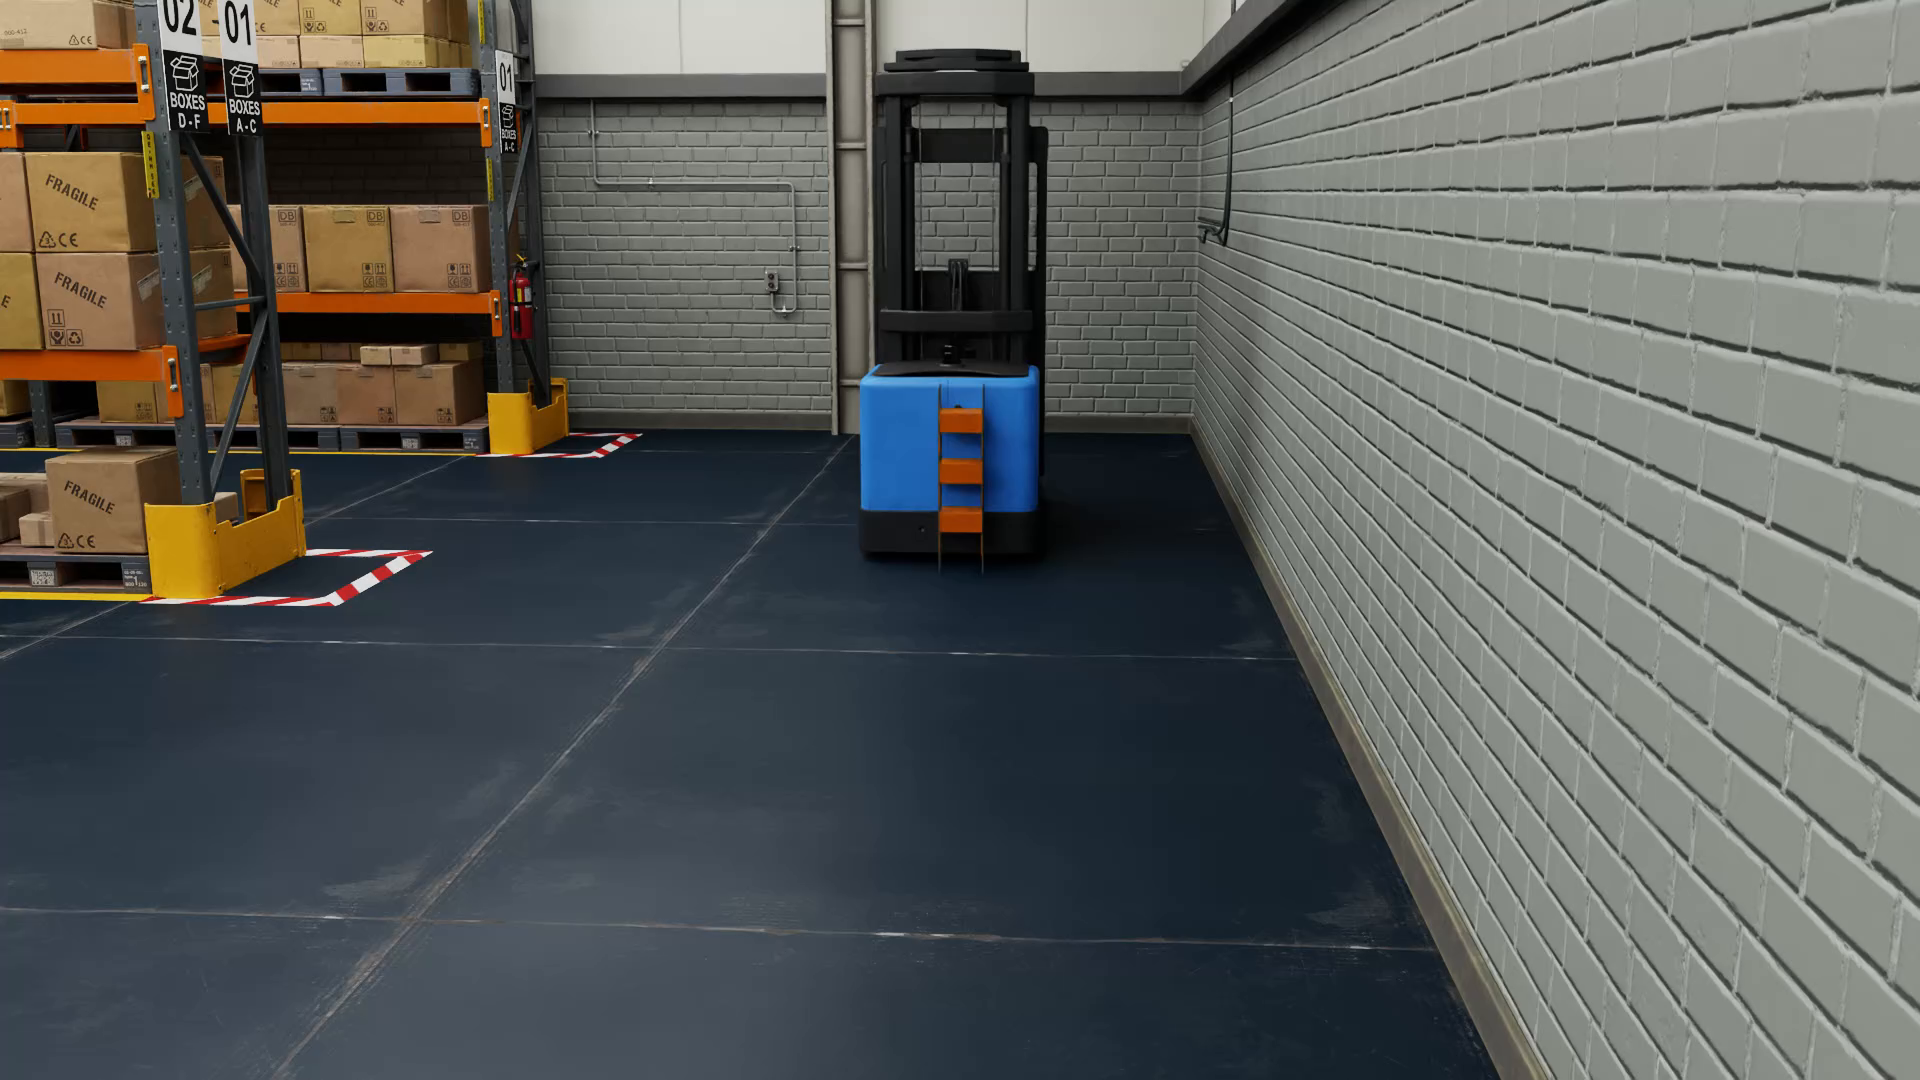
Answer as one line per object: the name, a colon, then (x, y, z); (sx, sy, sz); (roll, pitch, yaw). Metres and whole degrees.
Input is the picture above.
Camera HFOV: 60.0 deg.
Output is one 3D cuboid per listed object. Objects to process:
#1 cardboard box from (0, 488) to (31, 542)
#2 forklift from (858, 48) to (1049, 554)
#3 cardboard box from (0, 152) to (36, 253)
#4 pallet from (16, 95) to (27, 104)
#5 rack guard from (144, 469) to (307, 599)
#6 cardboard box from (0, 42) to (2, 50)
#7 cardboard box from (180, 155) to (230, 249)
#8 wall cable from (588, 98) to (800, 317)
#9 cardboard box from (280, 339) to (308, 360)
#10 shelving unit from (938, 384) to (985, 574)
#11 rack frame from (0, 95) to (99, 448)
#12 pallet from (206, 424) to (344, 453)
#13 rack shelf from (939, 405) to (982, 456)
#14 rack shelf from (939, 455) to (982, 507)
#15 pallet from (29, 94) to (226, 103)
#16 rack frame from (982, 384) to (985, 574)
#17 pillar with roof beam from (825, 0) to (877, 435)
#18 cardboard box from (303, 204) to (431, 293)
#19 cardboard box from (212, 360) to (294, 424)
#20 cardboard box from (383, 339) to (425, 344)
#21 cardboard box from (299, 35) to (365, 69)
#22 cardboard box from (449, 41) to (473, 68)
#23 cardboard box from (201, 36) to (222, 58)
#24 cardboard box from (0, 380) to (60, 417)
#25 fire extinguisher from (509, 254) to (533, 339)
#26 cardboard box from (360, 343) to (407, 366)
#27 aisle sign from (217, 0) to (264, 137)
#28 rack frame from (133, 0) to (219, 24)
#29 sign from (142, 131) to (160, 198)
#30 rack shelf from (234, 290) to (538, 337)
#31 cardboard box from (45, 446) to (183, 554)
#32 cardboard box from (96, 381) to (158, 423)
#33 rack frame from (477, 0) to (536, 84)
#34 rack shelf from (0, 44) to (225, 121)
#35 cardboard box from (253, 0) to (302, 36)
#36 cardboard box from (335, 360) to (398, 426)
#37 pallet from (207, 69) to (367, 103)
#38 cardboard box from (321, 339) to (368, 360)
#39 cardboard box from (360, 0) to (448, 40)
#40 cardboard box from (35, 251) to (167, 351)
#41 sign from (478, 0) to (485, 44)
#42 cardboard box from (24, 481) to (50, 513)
cardboard box: (-5.512, -0.122, 9.164); (0.500, 0.250, 0.500); (1, 12, 4)
forklift: (0.015, -1.600, 10.759); (1.130, 2.935, 3.031); (1, 12, 3)
cardboard box: (-4.973, -1.771, 8.722); (0.500, 0.500, 0.500); (1, 12, 5)
pallet: (-8.589, -3.720, 13.865); (1.217, 0.209, 0.805); (0, 12, 1)
rack guard: (-4.083, -0.053, 9.302); (0.348, 0.500, 1.175); (1, 12, 4)
cardboard box: (-5.035, -2.633, 8.569); (0.500, 0.250, 0.500); (1, 12, 4)
cardboard box: (-4.432, -1.874, 9.215); (0.500, 0.500, 0.500); (1, 12, 5)
wall cable: (-2.339, -2.961, 14.616); (1.851, 1.984, 0.084); (1, 12, 4)
cardboard box: (-5.764, -1.636, 14.260); (0.250, 0.149, 0.380); (1, 12, 3)
shelving unit: (0.008, -0.344, 9.349); (0.252, 1.050, 0.215); (0, 12, 2)
rack frame: (-7.671, -2.343, 14.141); (0.127, 3.000, 1.000); (1, 12, 4)
pallet: (-5.697, -0.935, 14.223); (1.213, 0.211, 1.003); (1, 12, 4)
rack shelf: (0.008, -0.612, 9.293); (0.240, 0.259, 0.215); (0, 12, 2)
rack shelf: (0.008, -0.334, 9.351); (0.240, 0.259, 0.215); (0, 12, 2)
pallet: (-6.855, -3.754, 13.779); (1.213, 0.211, 1.003); (1, 12, 4)
rack frame: (0.130, -0.343, 9.344); (0.008, 1.050, 0.200); (0, 12, 2)
pillar with roof beam: (-1.215, -4.485, 9.729); (0.400, 9.000, 9.100); (1, 12, 4)
cardboard box: (-4.916, -2.447, 13.909); (0.700, 0.700, 0.980); (1, 12, 3)
cardboard box: (-5.918, -1.278, 14.133); (0.500, 0.500, 0.700); (1, 12, 5)
cardboard box: (-4.752, -1.622, 14.194); (0.250, 0.149, 0.380); (1, 12, 4)
cardboard box: (-4.947, -3.900, 13.356); (0.500, 0.250, 0.500); (0, 12, 2)
cardboard box: (-4.392, -3.997, 13.822); (0.500, 0.250, 0.500); (1, 12, 7)
cardboard box: (-5.979, -3.913, 13.420); (0.500, 0.250, 0.500); (0, 12, 2)
cardboard box: (-8.328, -1.478, 14.234); (0.750, 0.750, 0.750); (1, 12, 4)
fire extinguisher: (-3.560, -1.971, 13.465); (0.183, 0.674, 0.296); (1, 12, 4)
cardboard box: (-4.780, -1.544, 13.821); (0.250, 0.149, 0.380); (1, 12, 5)
aisle sign: (-3.919, -2.607, 9.058); (0.004, 0.787, 0.394); (1, 12, 4)
rack frame: (-4.007, -4.212, 8.427); (0.127, 3.000, 1.000); (1, 12, 4)
sign: (-4.064, -1.884, 8.350); (0.005, 0.325, 0.100); (1, 12, 4)
rack shelf: (-5.675, -1.963, 14.084); (4.000, 0.370, 1.077); (1, 12, 4)
cardboard box: (-4.566, -0.225, 9.047); (0.500, 0.500, 0.500); (1, 12, 4)
cardboard box: (-6.931, -1.293, 14.205); (0.500, 0.500, 0.700); (1, 12, 4)
rack frame: (-3.680, -5.224, 13.265); (0.127, 3.000, 1.000); (1, 12, 4)
rack shelf: (-6.002, -2.419, 8.939); (4.000, 0.370, 1.077); (1, 12, 4)
cardboard box: (-5.448, -4.273, 13.308); (0.500, 0.500, 0.500); (0, 12, 1)
cardboard box: (-4.884, -1.266, 14.073); (0.500, 0.500, 0.700); (1, 12, 4)
pallet: (-5.641, -3.737, 13.697); (1.213, 0.211, 1.003); (1, 12, 4)
cardboard box: (-5.256, -1.629, 14.226); (0.250, 0.149, 0.380); (1, 12, 5)
cardboard box: (-4.428, -4.259, 13.239); (0.500, 0.500, 0.500); (1, 12, 4)
cardboard box: (-4.472, -1.275, 8.795); (0.500, 0.500, 0.500); (1, 12, 5)
sign: (-3.730, -4.040, 12.961); (0.005, 0.325, 0.100); (1, 12, 4)
cardboard box: (-5.029, -0.218, 9.623); (0.500, 0.250, 0.500); (1, 12, 4)
